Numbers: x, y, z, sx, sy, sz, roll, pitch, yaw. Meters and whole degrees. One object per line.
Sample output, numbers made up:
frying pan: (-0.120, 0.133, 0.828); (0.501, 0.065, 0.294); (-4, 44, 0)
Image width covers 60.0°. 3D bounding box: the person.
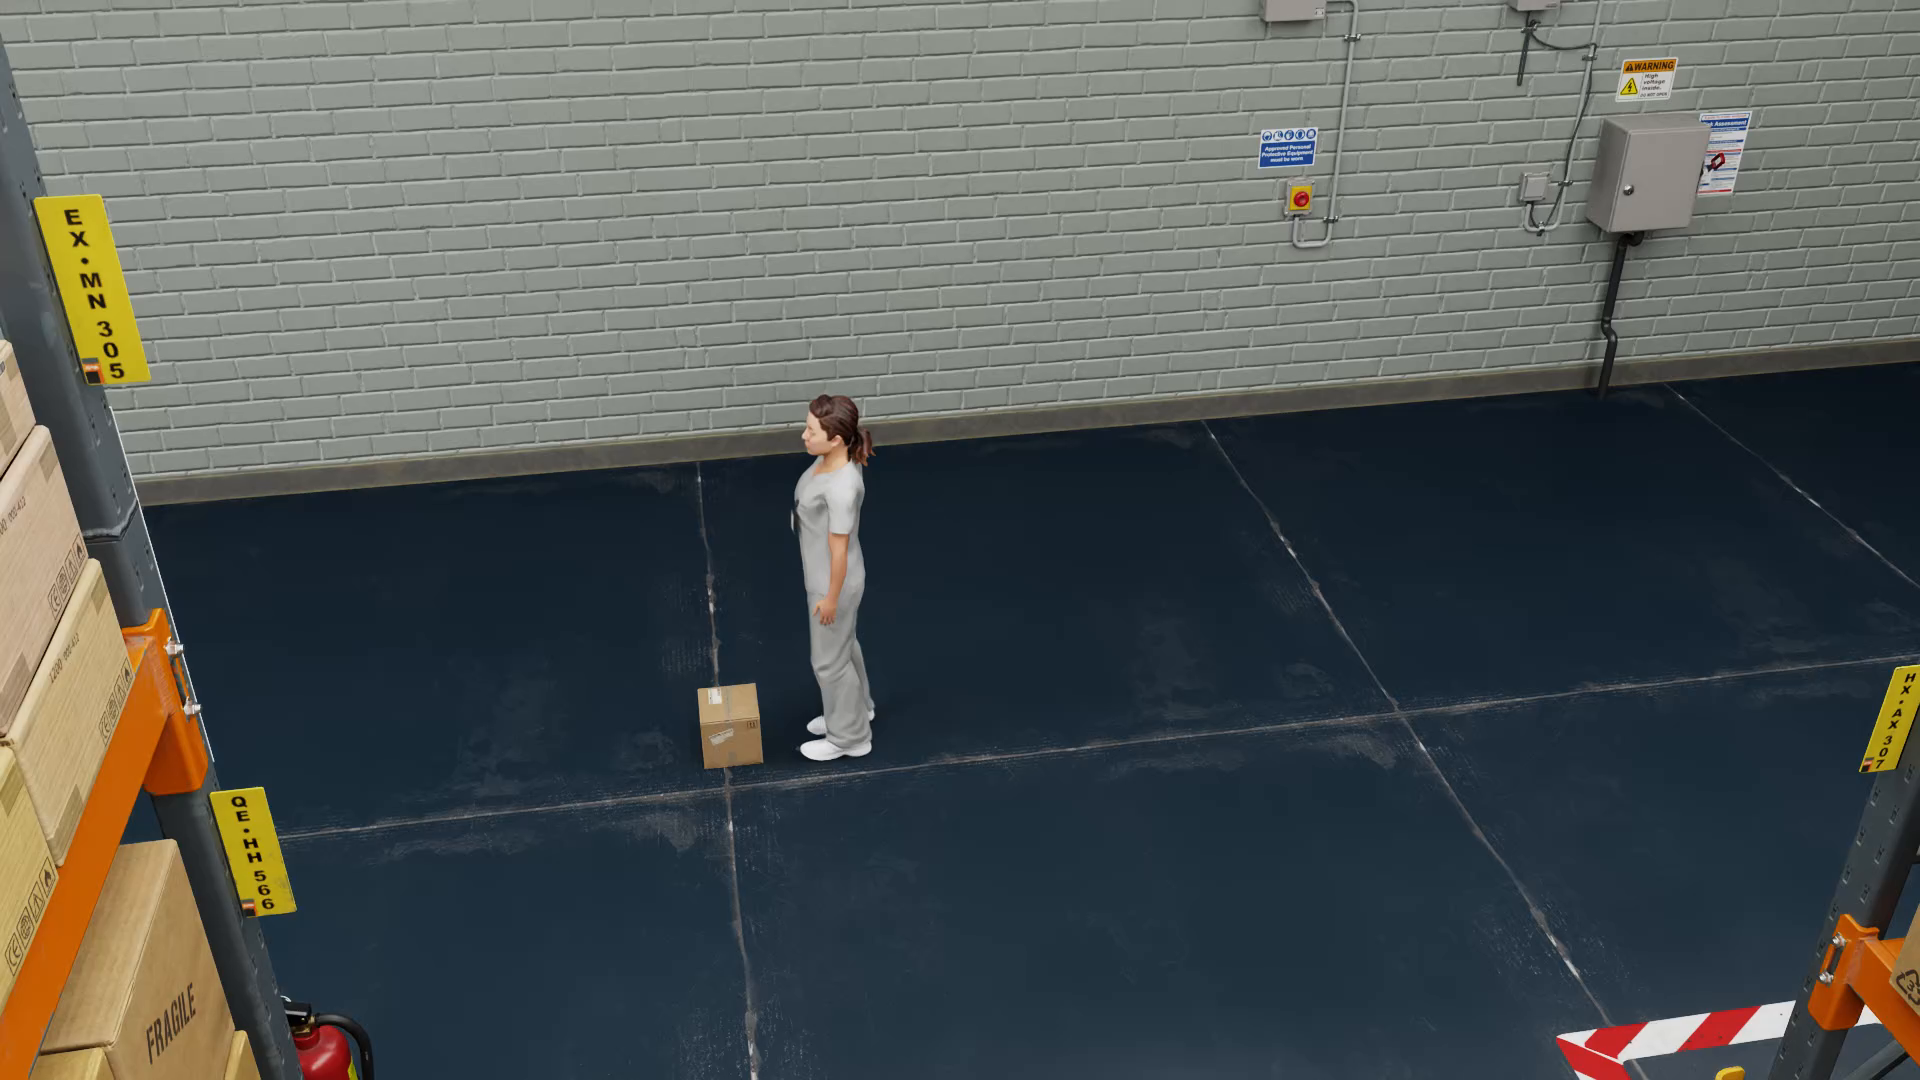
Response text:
person: (-0.517, 0.168, 6.873); (0.374, 1.679, 0.437); (-4, 31, -7)
